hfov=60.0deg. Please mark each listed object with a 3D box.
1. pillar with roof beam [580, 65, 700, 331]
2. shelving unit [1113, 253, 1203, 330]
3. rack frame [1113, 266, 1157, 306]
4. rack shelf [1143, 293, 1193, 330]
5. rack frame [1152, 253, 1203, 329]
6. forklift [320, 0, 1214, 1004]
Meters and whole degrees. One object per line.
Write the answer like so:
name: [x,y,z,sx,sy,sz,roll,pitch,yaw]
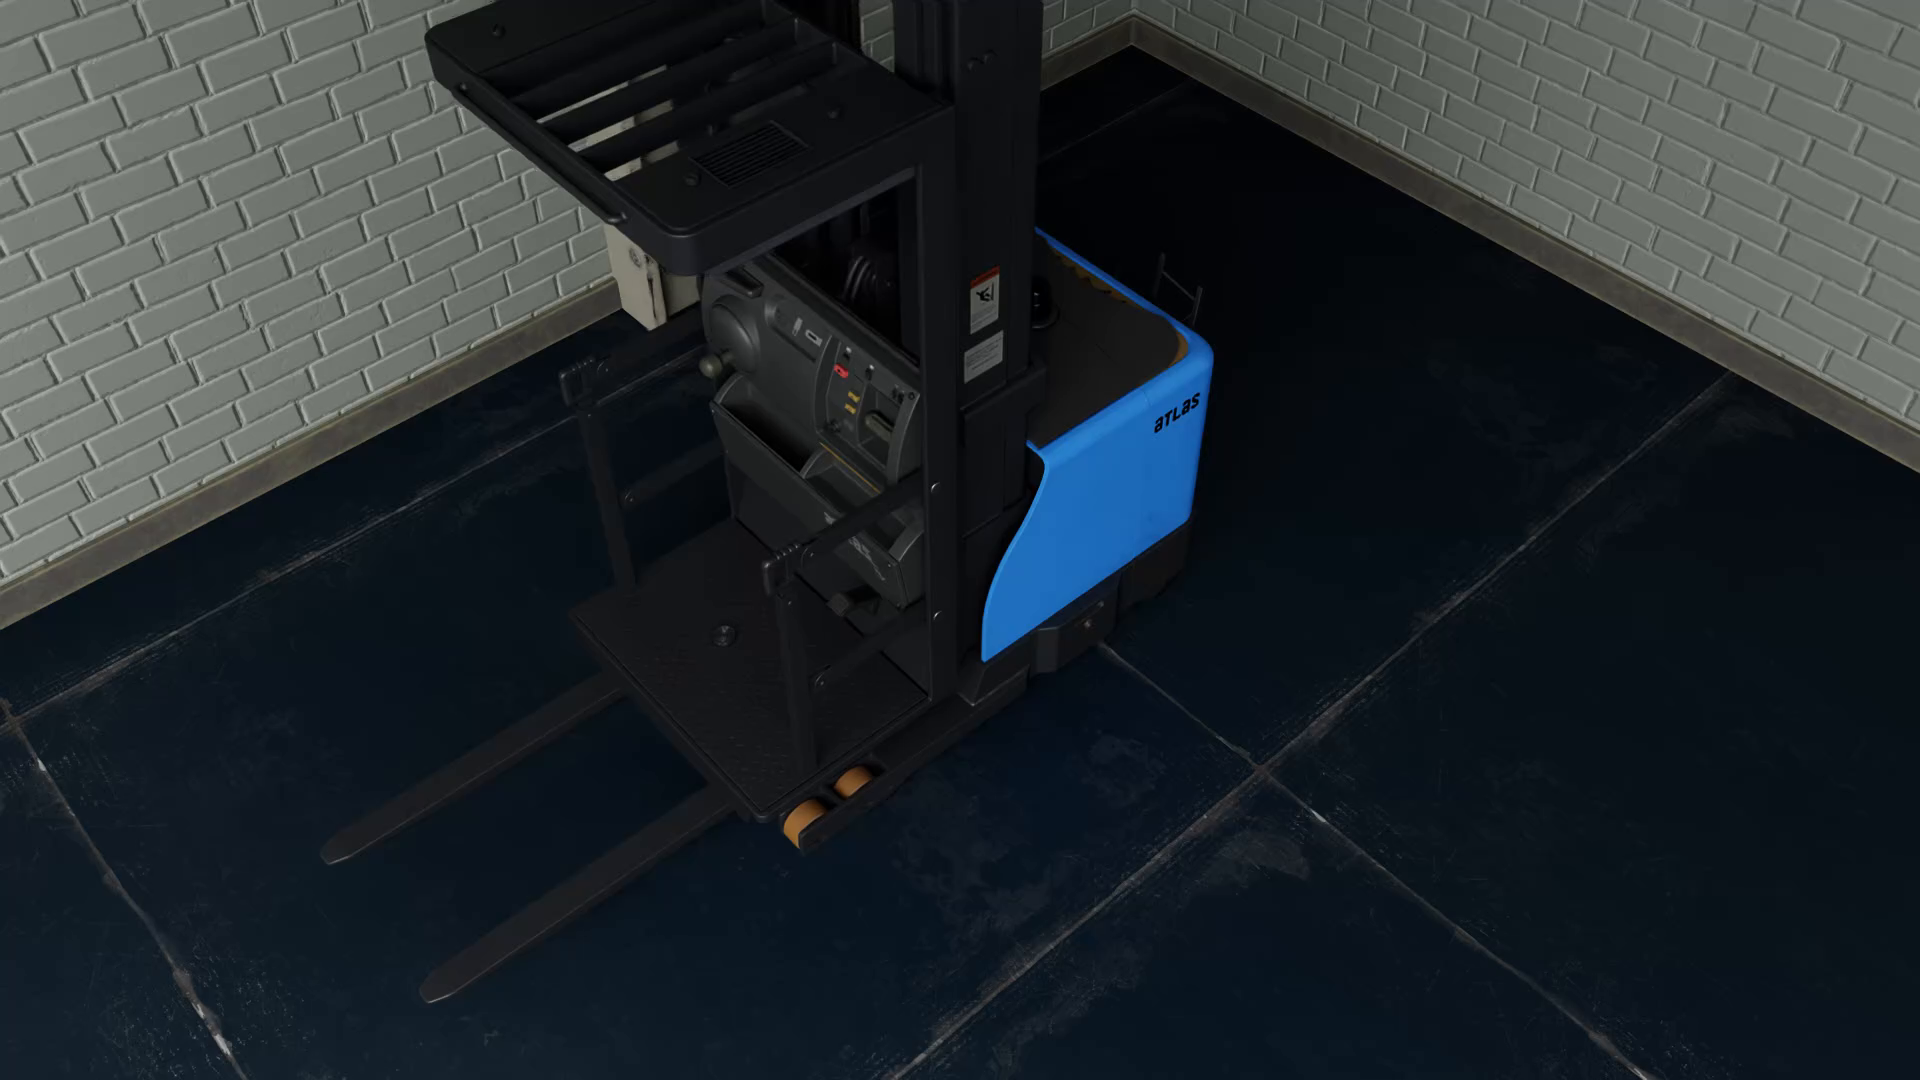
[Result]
pillar with roof beam: [1.666,-1.747,1.739,0.400,9.000,9.100,-34,56,-27]
shelving unit: [0.657,-0.604,6.182,0.210,0.900,0.258,-20,50,-26]
rack frame: [0.572,-0.573,6.136,0.006,0.900,0.240,-20,50,-26]
rack shelf: [0.681,-0.774,6.019,0.200,0.077,0.258,-20,50,-26]
rack frame: [0.743,-0.635,6.227,0.006,0.900,0.240,-20,50,-26]
forklift: [-0.598,-0.442,4.664,3.031,2.935,1.130,-33,55,-27]
